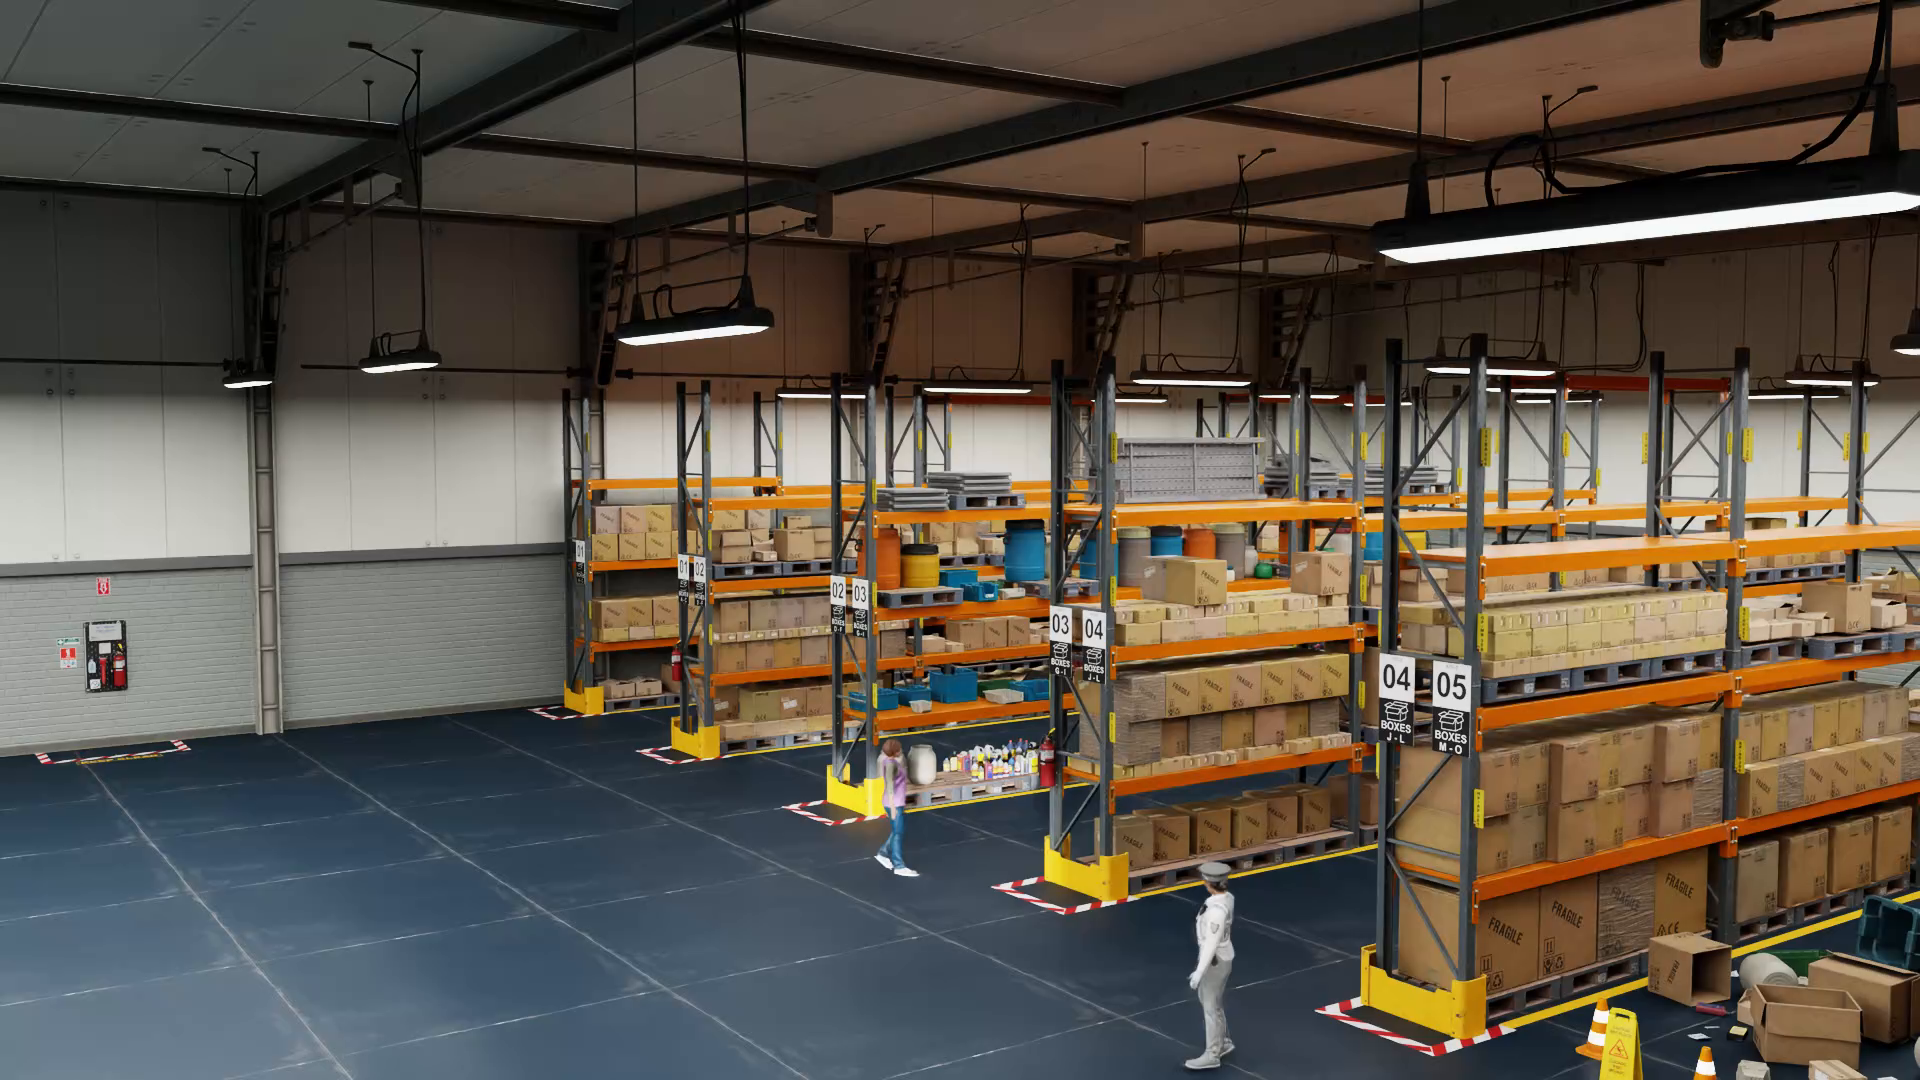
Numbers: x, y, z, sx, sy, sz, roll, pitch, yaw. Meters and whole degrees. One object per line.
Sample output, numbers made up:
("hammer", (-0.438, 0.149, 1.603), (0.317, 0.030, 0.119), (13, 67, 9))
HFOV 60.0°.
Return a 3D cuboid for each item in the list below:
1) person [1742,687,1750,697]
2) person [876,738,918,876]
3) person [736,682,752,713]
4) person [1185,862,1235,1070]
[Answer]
("person", (10.871, 2.775, 23.273), (0.579, 1.794, 0.462), (-3, 5, -37))
("person", (-0.745, 3.132, 19.521), (0.498, 1.597, 0.433), (0, 4, 0))
("person", (-4.025, 2.391, 30.190), (0.525, 1.640, 0.545), (0, 4, -2))
("person", (2.050, 3.483, 13.570), (0.399, 1.717, 0.559), (1, 4, 10))
